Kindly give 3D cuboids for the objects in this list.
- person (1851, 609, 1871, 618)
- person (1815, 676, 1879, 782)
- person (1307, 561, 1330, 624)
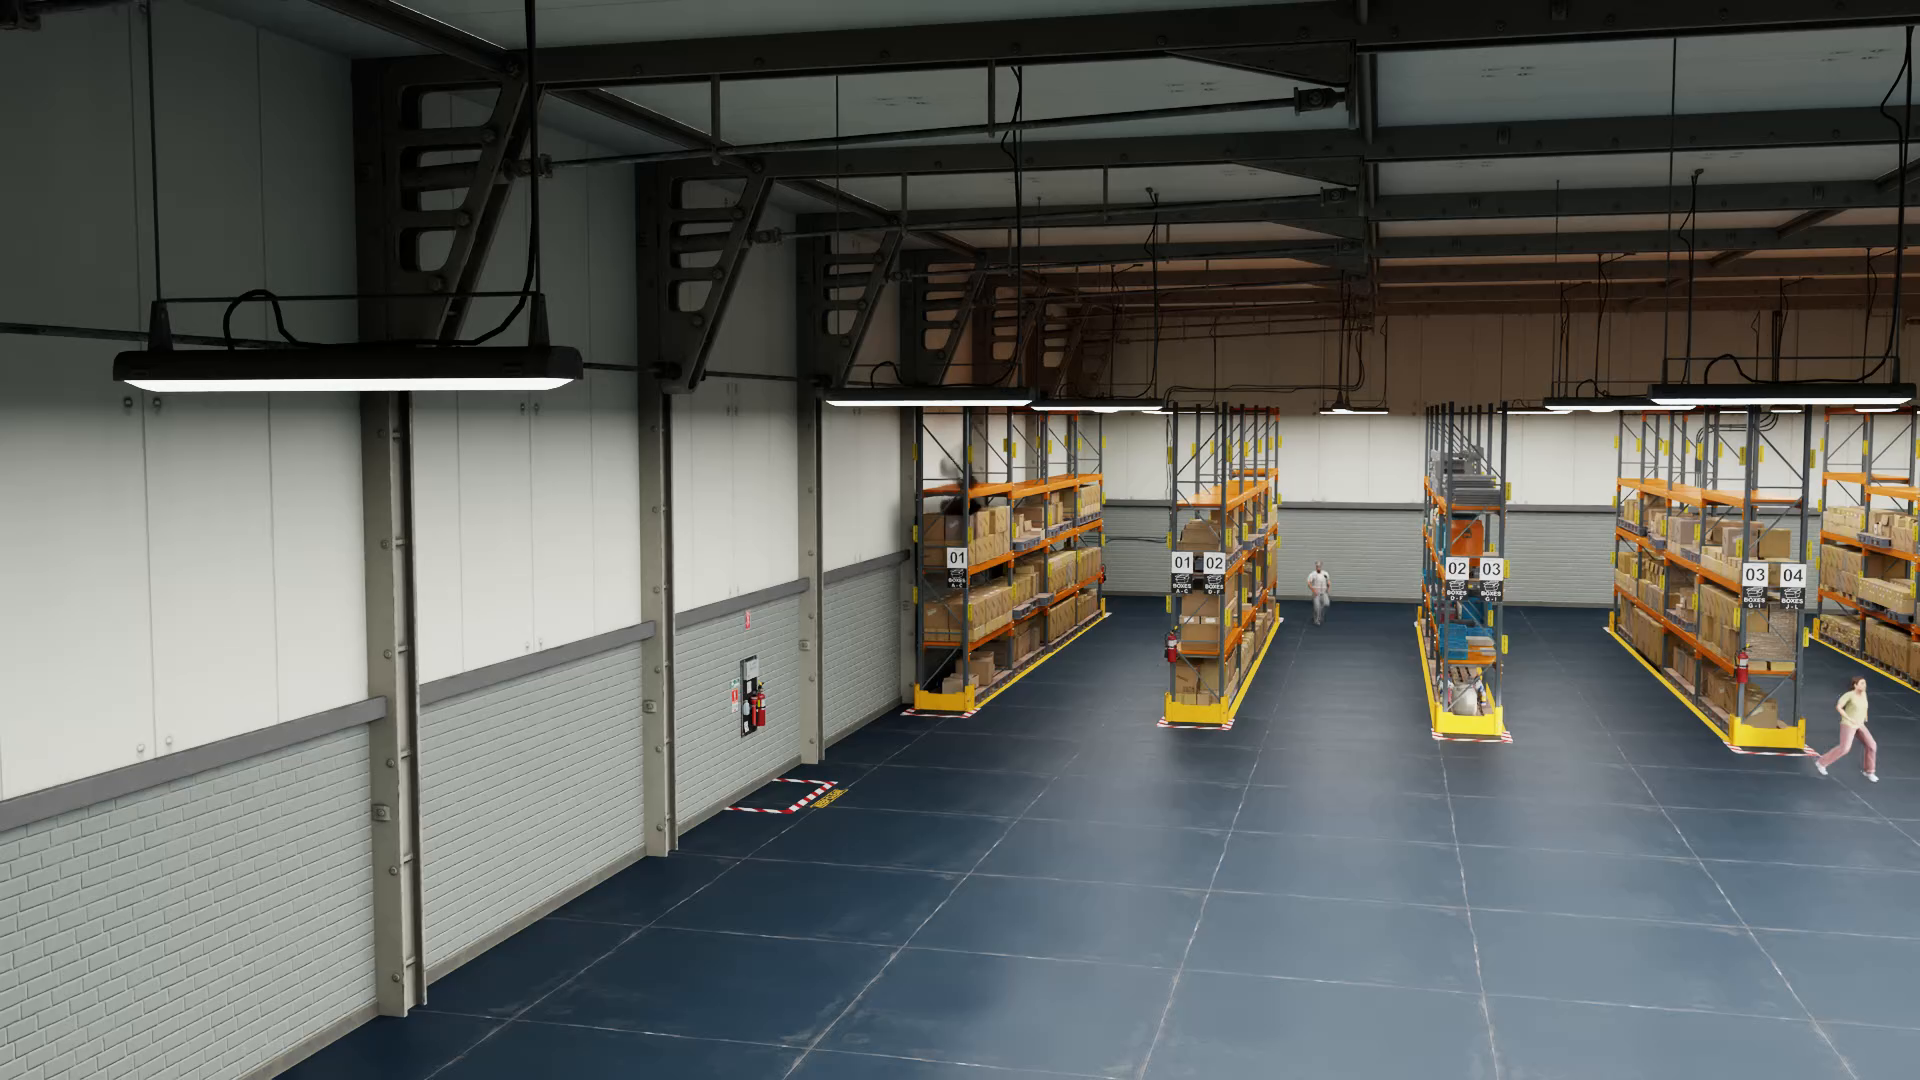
[{"bbox_3d":[23.737,1.698,43.671,0.639,1.630,0.627,-4,6,-40],"label":"person"},{"bbox_3d":[14.106,2.977,26.335,0.814,1.657,0.743,-2,5,-25],"label":"person"},{"bbox_3d":[9.966,1.458,46.002,0.686,1.749,0.542,-1,4,-8],"label":"person"}]
